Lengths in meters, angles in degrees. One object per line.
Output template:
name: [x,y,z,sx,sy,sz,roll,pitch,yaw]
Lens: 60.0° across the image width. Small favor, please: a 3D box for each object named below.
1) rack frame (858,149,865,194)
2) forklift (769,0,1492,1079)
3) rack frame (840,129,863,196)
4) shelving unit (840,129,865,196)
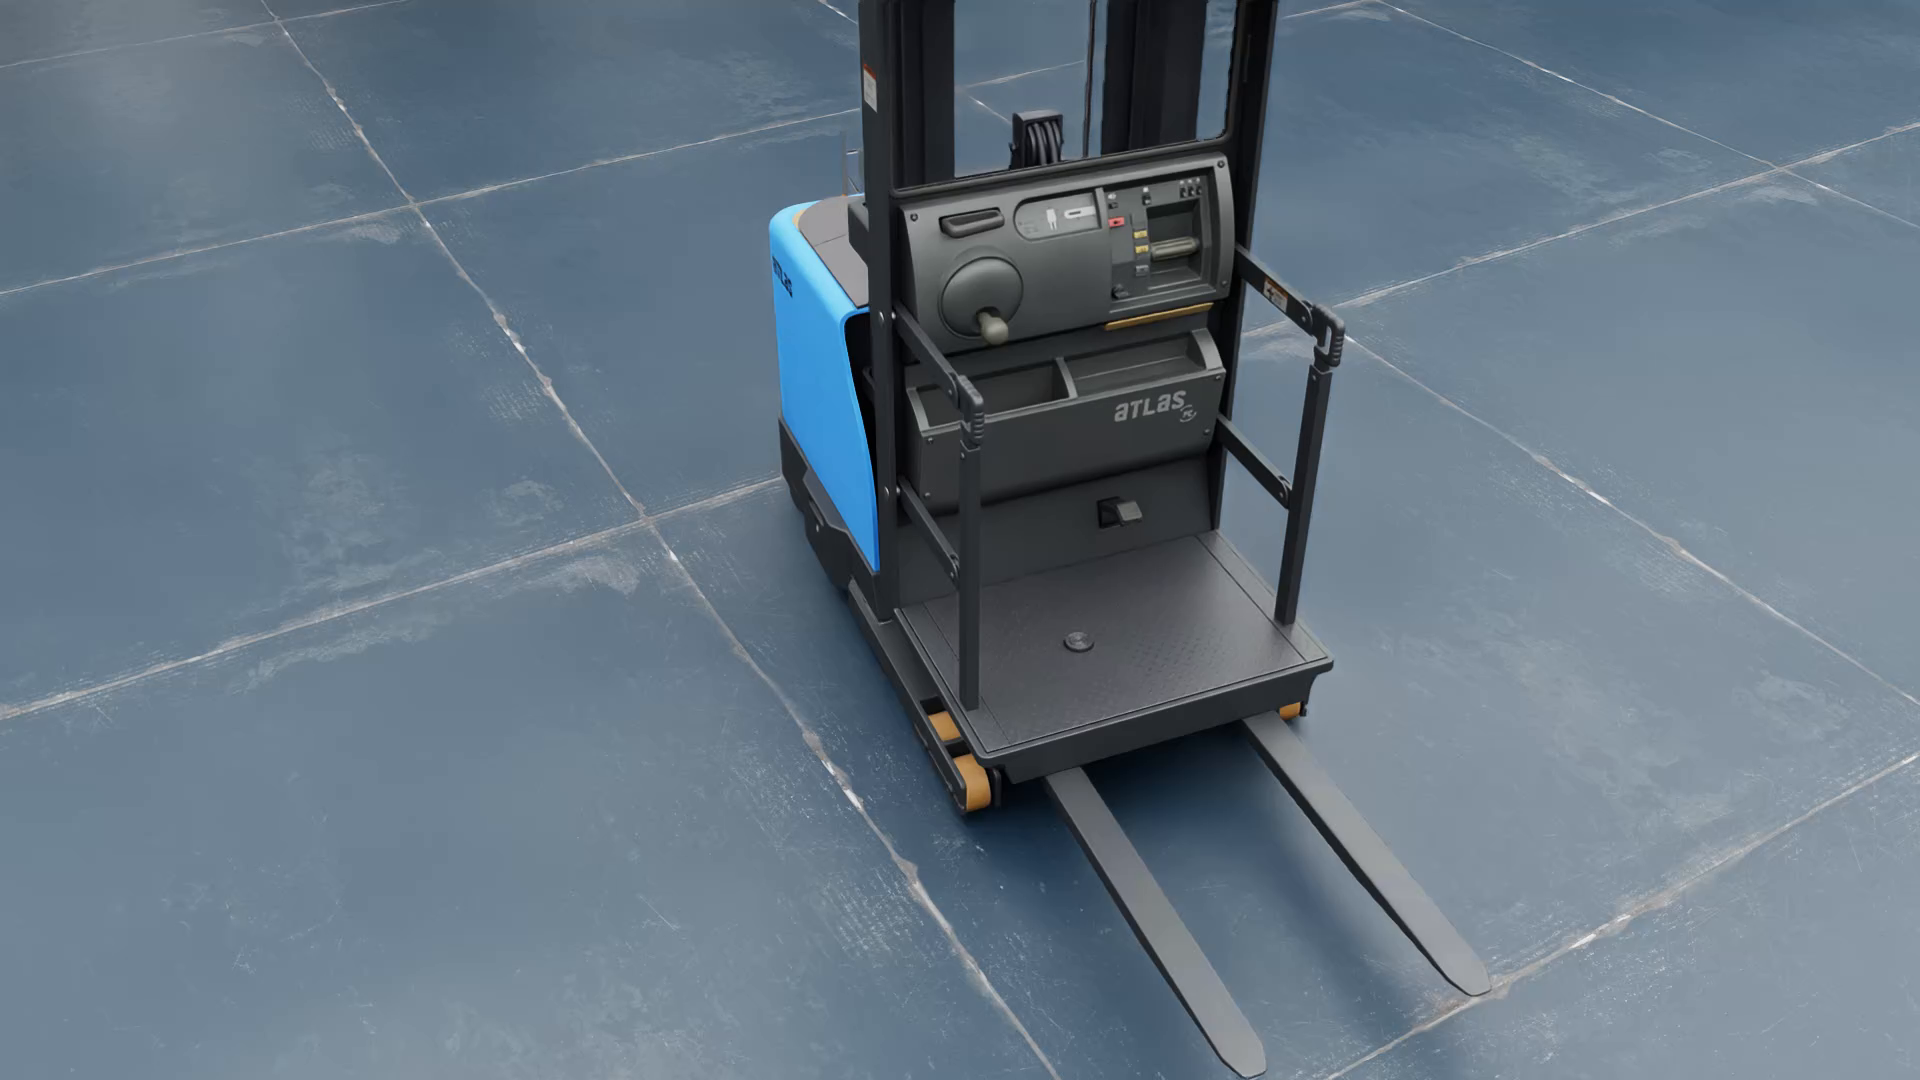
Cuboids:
rack frame: [-0.225,-0.823,5.859,0.240,1.200,0.006,-13,38,-18]
forklift: [0.383,-0.699,4.222,1.130,2.935,3.031,-13,38,-18]
rack frame: [-0.293,-0.923,5.996,0.240,1.200,0.006,-13,38,-18]
shelving unit: [-0.259,-0.873,5.928,0.258,1.200,0.189,-13,38,-18]
